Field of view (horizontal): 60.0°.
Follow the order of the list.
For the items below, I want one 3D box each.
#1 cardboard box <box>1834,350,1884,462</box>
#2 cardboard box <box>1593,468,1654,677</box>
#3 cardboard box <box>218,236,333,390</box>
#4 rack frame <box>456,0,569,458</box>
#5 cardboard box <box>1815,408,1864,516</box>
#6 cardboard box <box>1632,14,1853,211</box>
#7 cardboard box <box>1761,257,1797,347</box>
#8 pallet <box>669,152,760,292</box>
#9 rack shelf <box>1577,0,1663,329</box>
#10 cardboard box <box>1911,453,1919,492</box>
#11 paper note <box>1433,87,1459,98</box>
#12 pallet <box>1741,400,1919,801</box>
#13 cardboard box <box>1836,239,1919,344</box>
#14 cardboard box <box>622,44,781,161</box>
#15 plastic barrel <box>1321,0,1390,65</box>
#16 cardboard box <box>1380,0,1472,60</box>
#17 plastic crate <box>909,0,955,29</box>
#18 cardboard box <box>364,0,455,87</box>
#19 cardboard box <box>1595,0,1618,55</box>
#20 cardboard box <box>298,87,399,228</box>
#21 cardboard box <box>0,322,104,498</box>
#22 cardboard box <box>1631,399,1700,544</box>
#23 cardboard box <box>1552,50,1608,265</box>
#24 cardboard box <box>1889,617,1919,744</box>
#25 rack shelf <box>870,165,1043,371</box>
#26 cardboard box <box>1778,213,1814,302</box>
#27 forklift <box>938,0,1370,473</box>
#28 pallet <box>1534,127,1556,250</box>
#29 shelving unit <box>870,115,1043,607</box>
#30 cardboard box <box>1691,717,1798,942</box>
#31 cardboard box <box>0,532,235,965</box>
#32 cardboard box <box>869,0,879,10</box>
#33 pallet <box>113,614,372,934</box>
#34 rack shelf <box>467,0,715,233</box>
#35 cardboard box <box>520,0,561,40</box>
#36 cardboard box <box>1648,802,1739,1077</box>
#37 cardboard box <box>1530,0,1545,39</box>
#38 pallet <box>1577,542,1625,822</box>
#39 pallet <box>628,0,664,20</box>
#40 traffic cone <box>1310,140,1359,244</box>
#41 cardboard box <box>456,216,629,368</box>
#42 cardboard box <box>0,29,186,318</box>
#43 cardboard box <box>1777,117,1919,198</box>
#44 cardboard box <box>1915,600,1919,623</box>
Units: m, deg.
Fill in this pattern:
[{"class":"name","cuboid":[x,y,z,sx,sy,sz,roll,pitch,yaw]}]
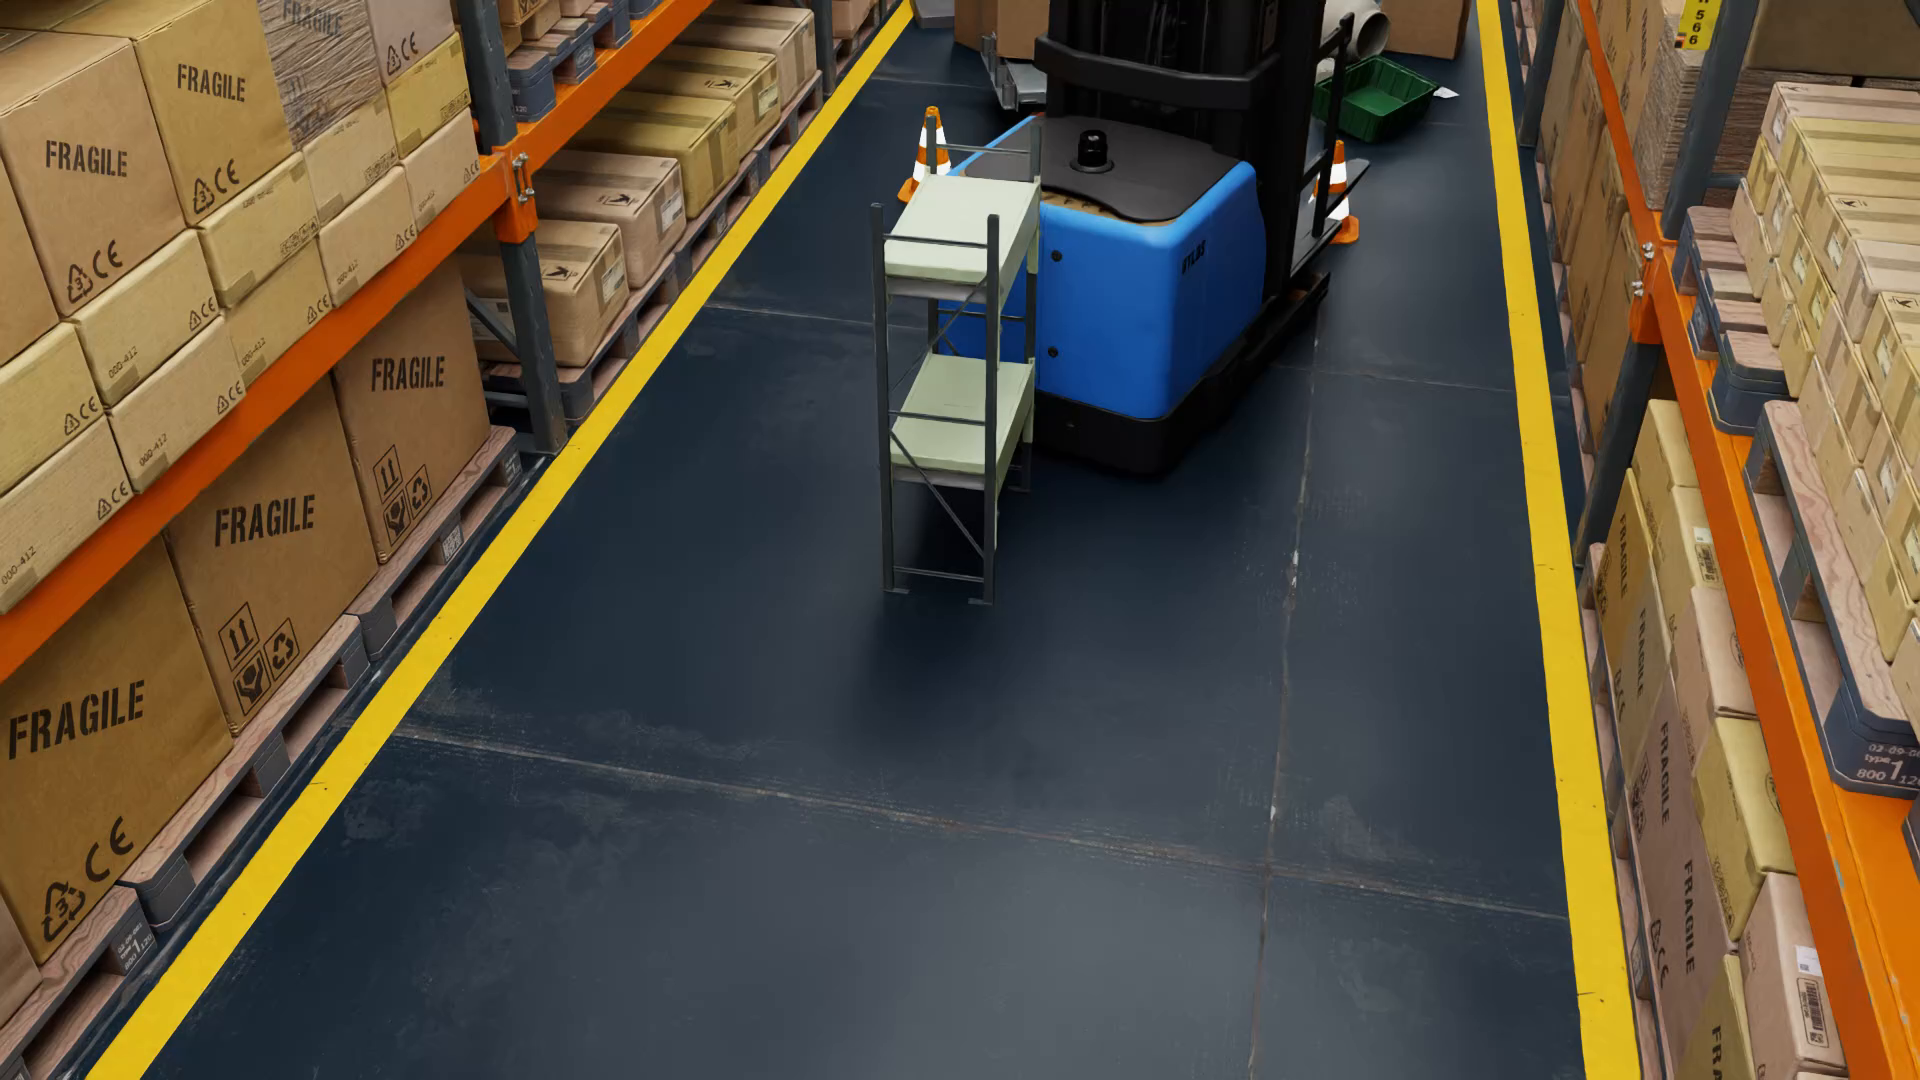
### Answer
[{"class":"cardboard box","cuboid":[2.183,-0.279,3.682,0.380,0.149,0.250,7,37,10]},{"class":"cardboard box","cuboid":[2.356,0.135,5.280,0.500,0.500,0.500,6,36,8]},{"class":"cardboard box","cuboid":[-2.172,-0.679,4.758,0.500,0.250,0.500,7,37,9]},{"class":"rack frame","cuboid":[-2.101,-1.643,5.961,1.000,3.000,0.127,7,37,10]},{"class":"cardboard box","cuboid":[2.182,-0.158,3.768,0.380,0.149,0.250,8,37,11]},{"class":"cardboard box","cuboid":[2.590,-1.413,5.559,0.500,0.500,0.500,7,37,10]},{"class":"cardboard box","cuboid":[2.349,-0.609,4.391,0.380,0.149,0.250,9,37,12]},{"class":"pallet","cuboid":[-1.670,-1.659,8.360,1.003,0.211,1.213,7,37,10]},{"class":"rack shelf","cuboid":[3.184,-1.936,6.978,1.077,0.370,4.000,7,37,10]},{"class":"cardboard box","cuboid":[2.076,-0.099,3.179,0.380,0.149,0.250,6,36,8]},{"class":"paper note","cuboid":[2.870,-2.671,9.909,0.147,0.020,0.142,-17,39,-22]},{"class":"pallet","cuboid":[2.374,0.137,3.669,1.003,0.211,1.213,7,37,10]},{"class":"cardboard box","cuboid":[2.244,-0.548,3.799,0.380,0.149,0.250,9,37,12]},{"class":"cardboard box","cuboid":[-1.506,-2.329,8.789,0.950,0.372,0.625,10,37,13]},{"class":"plastic barrel","cuboid":[2.355,-3.174,10.268,0.421,0.421,0.512,-24,42,-30]},{"class":"cardboard box","cuboid":[2.940,-3.382,10.488,0.500,0.500,0.500,14,38,18]},{"class":"plastic crate","cuboid":[-0.110,-3.552,11.082,0.402,0.080,0.583,-5,36,-6]},{"class":"cardboard box","cuboid":[-1.956,-1.760,5.184,0.500,0.500,0.500,6,36,9]},{"class":"cardboard box","cuboid":[2.910,-2.280,6.755,0.500,0.500,0.500,8,37,11]},{"class":"cardboard box","cuboid":[-2.062,-1.181,5.025,0.500,0.250,0.500,6,36,9]},{"class":"cardboard box","cuboid":[-2.368,-0.297,3.806,0.500,0.250,0.500,8,37,11]},{"class":"cardboard box","cuboid":[2.373,-0.177,5.072,0.500,0.250,0.500,6,36,8]},{"class":"cardboard box","cuboid":[3.356,-1.713,7.617,1.050,0.750,0.750,7,37,10]},{"class":"cardboard box","cuboid":[2.011,0.296,3.142,0.380,0.149,0.250,6,36,8]},{"class":"rack shelf","cuboid":[0.001,-0.927,5.586,0.431,0.370,0.720,7,37,10]},{"class":"cardboard box","cuboid":[2.347,-0.709,4.274,0.380,0.149,0.250,6,36,9]},{"class":"forklift","cuboid":[1.061,-2.288,6.909,1.130,2.935,3.031,19,40,24]},{"class":"pallet","cuboid":[3.520,-1.793,8.544,1.003,0.211,1.213,7,37,10]},{"class":"shelving unit","cuboid":[0.001,-0.611,5.815,0.431,1.500,0.755,7,37,10]},{"class":"cardboard box","cuboid":[2.036,0.694,3.869,0.500,0.250,0.500,6,36,8]},{"class":"cardboard box","cuboid":[-2.716,0.456,4.518,0.875,0.875,0.875,8,37,11]},{"class":"cardboard box","cuboid":[-0.754,-3.605,10.653,0.500,0.250,0.500,9,37,13]},{"class":"pallet","cuboid":[-2.606,0.626,5.207,1.003,0.211,1.213,7,37,10]},{"class":"rack shelf","cuboid":[-1.674,-2.499,7.755,1.077,0.370,4.000,7,37,10]},{"class":"cardboard box","cuboid":[-1.757,-2.033,6.355,0.380,0.149,0.250,5,36,7]},{"class":"cardboard box","cuboid":[2.038,1.011,4.071,0.500,0.500,0.500,7,36,9]},{"class":"cardboard box","cuboid":[4.002,-3.553,10.049,0.875,0.875,0.875,8,37,10]},{"class":"pallet","cuboid":[2.588,0.496,5.386,1.003,0.211,1.213,7,37,10]},{"class":"pallet","cuboid":[-1.718,-2.706,7.591,1.003,0.211,1.213,7,37,10]},{"class":"traffic cone","cuboid":[1.849,-1.767,8.294,0.336,0.463,0.334,7,37,10]},{"class":"cardboard box","cuboid":[-1.970,-1.072,7.055,0.950,0.372,0.625,5,36,7]},{"class":"cardboard box","cuboid":[-2.285,-0.891,3.986,0.500,0.500,0.500,7,36,9]},{"class":"cardboard box","cuboid":[2.414,-0.995,4.416,0.380,0.149,0.250,6,36,9]},{"class":"cardboard box","cuboid":[2.016,0.171,3.060,0.380,0.149,0.250,6,36,8]}]
